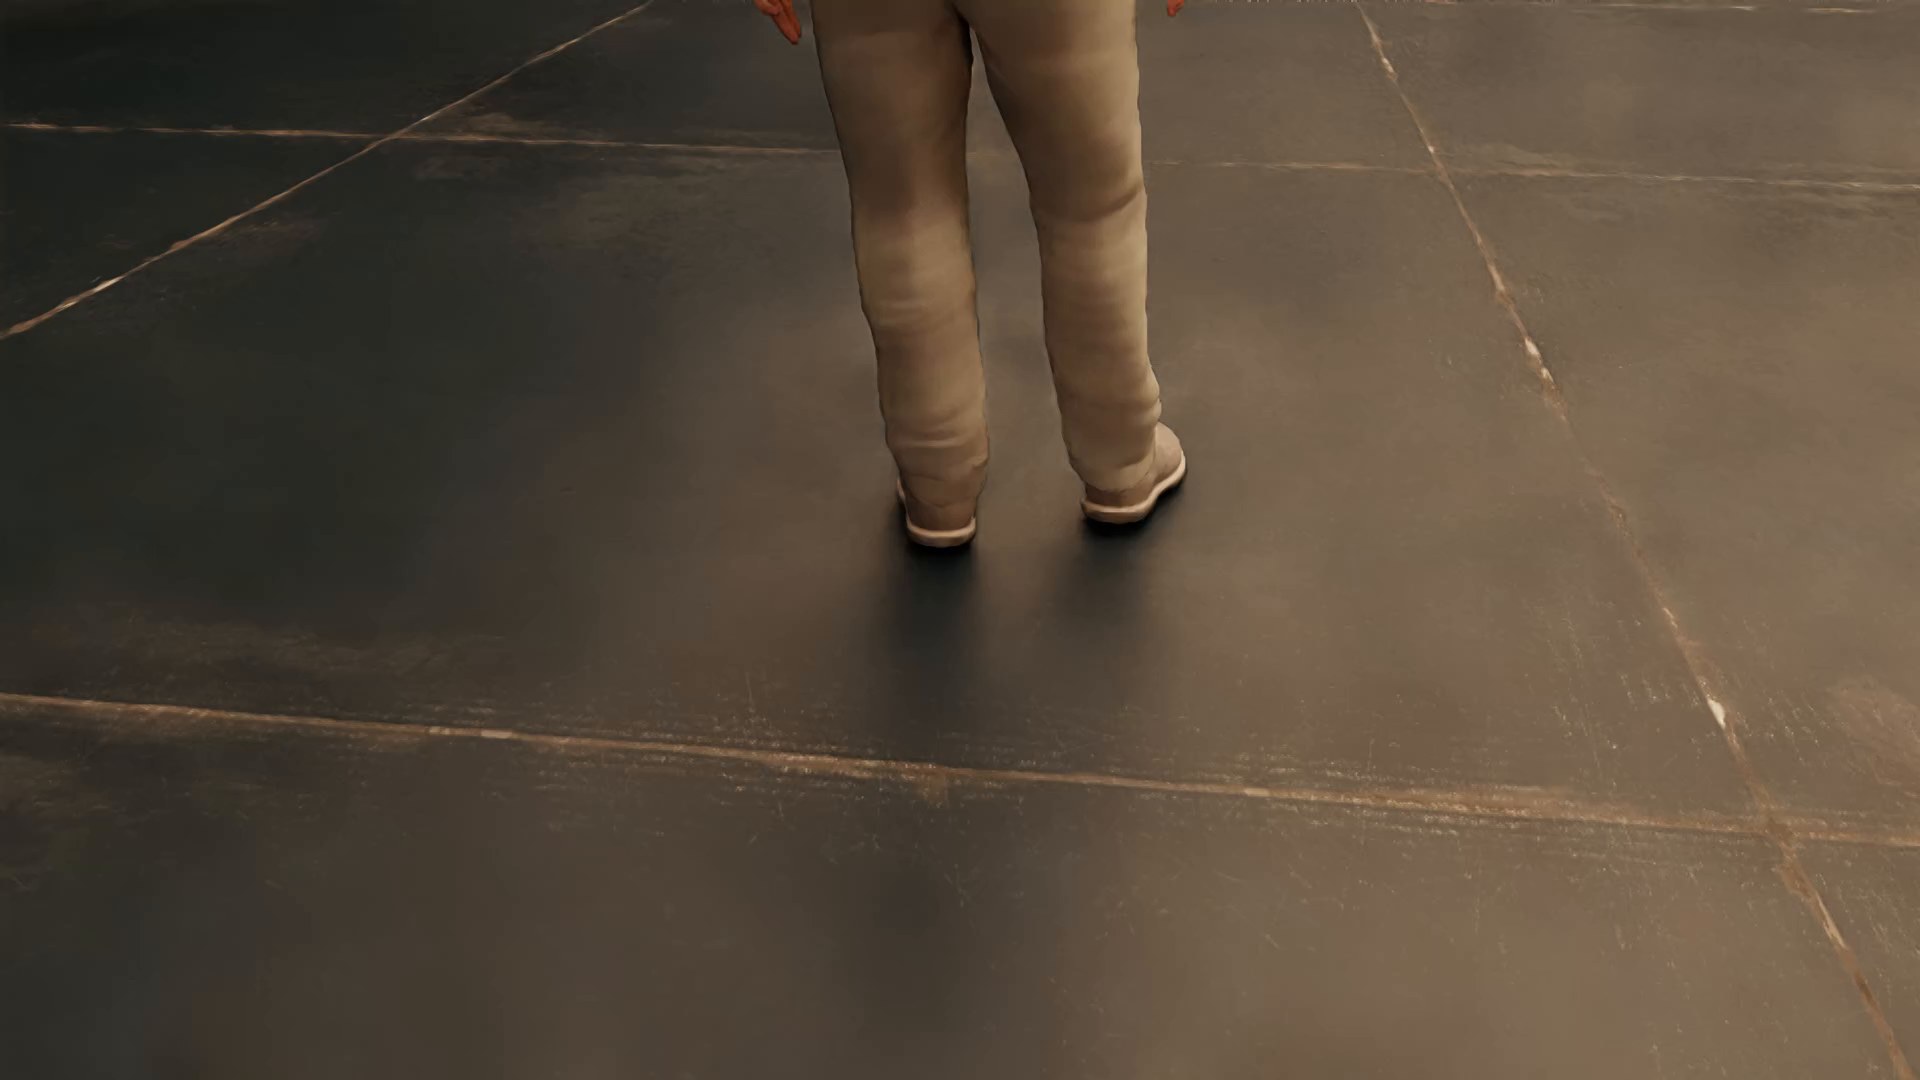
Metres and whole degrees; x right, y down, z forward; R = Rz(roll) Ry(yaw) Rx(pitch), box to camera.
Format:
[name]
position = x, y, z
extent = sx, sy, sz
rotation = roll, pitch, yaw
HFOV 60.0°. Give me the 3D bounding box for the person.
[person]
position = 0.022, -0.838, 2.166
extent = 0.640, 1.781, 0.574
rotation = 3, 27, 7
